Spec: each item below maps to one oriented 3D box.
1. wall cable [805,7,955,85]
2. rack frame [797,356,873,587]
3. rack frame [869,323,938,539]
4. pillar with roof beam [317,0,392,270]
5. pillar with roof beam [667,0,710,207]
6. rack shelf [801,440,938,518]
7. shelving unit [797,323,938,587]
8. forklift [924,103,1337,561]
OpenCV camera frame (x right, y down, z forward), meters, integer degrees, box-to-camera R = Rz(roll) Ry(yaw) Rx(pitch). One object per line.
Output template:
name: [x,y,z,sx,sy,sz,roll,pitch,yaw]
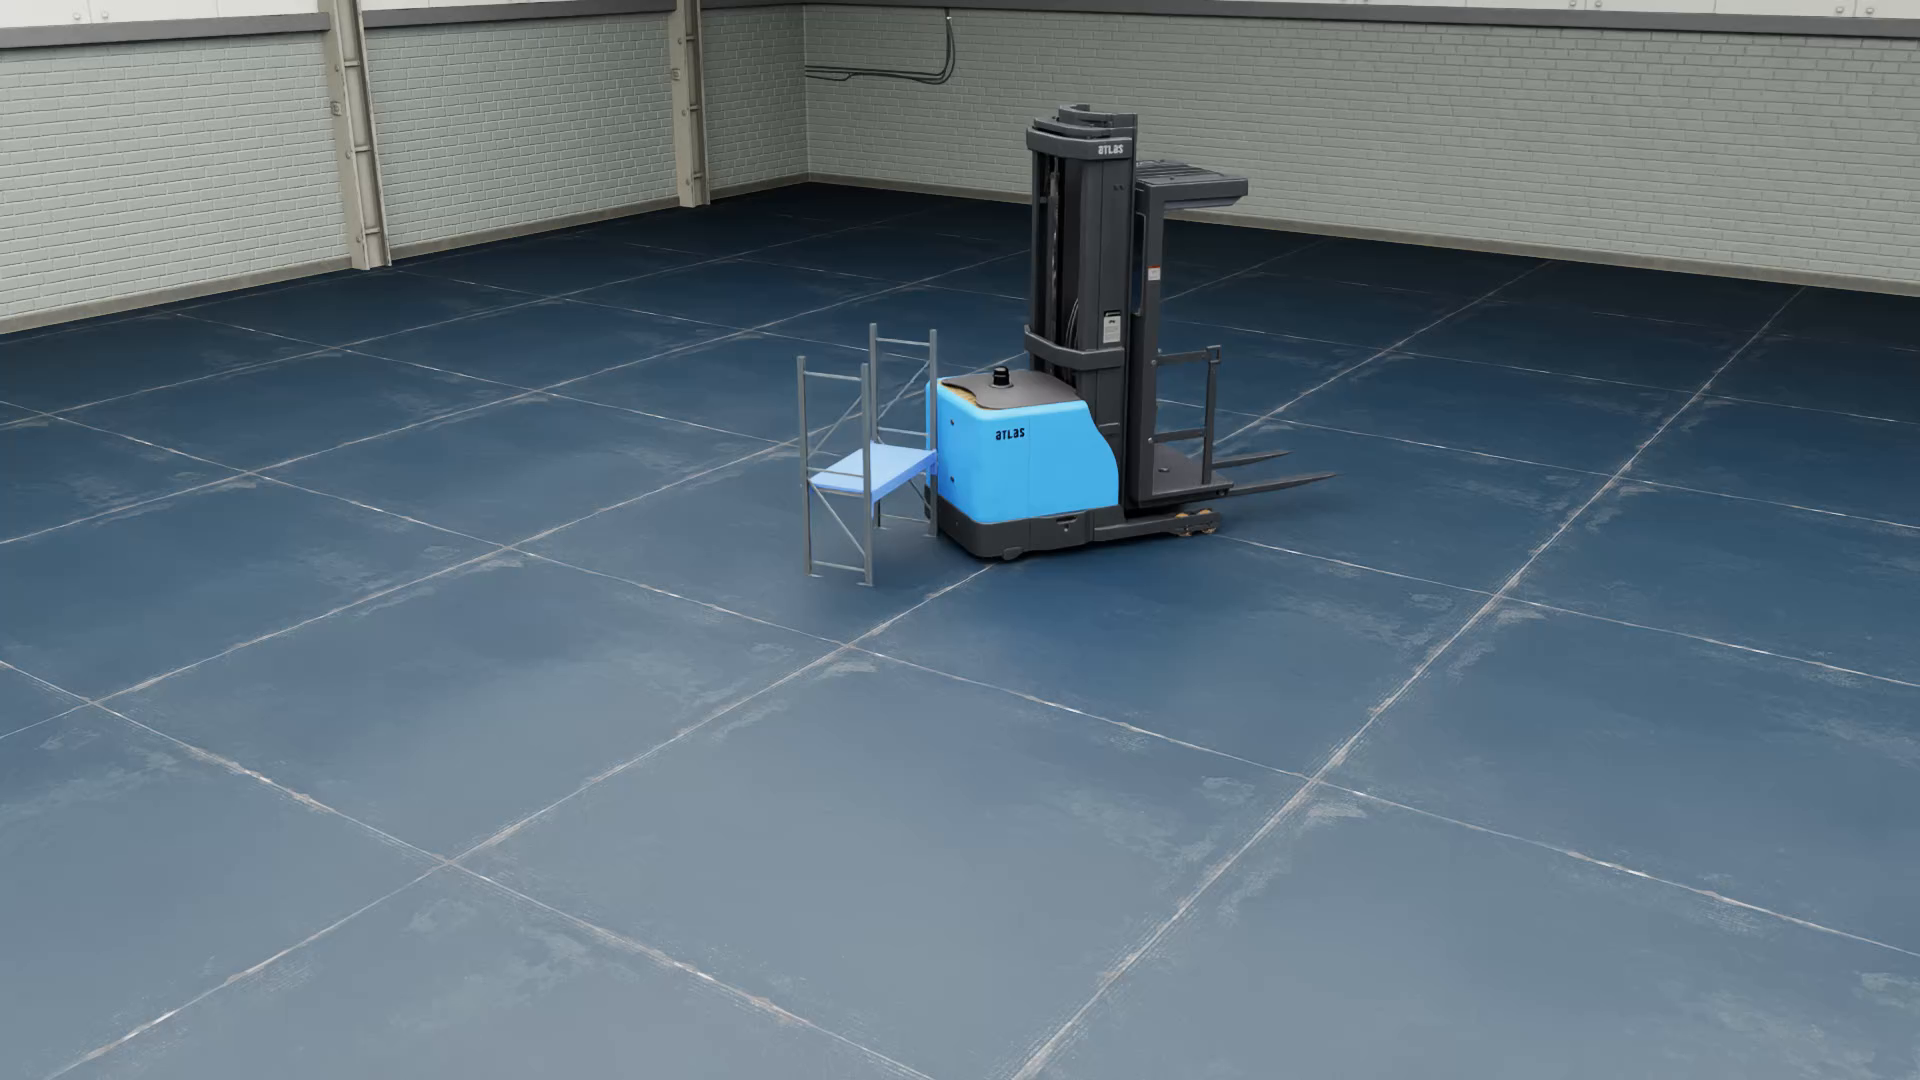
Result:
wall cable: [-1.377,-8.561,26.413,3.097,2.526,0.112,13,24,32]
rack frame: [-0.805,-0.431,10.769,0.500,1.500,0.032,9,22,22]
rack frame: [-0.391,-0.753,11.640,0.500,1.500,0.032,9,22,22]
pillar with roof beam: [-3.939,-6.868,17.362,9.100,9.000,0.400,13,24,32]
pillar with roof beam: [-0.566,-8.590,22.016,9.100,9.000,0.400,13,24,32]
rack shelf: [-0.598,-0.424,11.267,0.538,0.185,1.000,9,22,22]
shelving unit: [-0.598,-0.592,11.205,0.538,1.500,1.048,9,22,22]
forklift: [1.308,-1.554,11.741,3.031,2.935,1.130,-9,22,-22]
